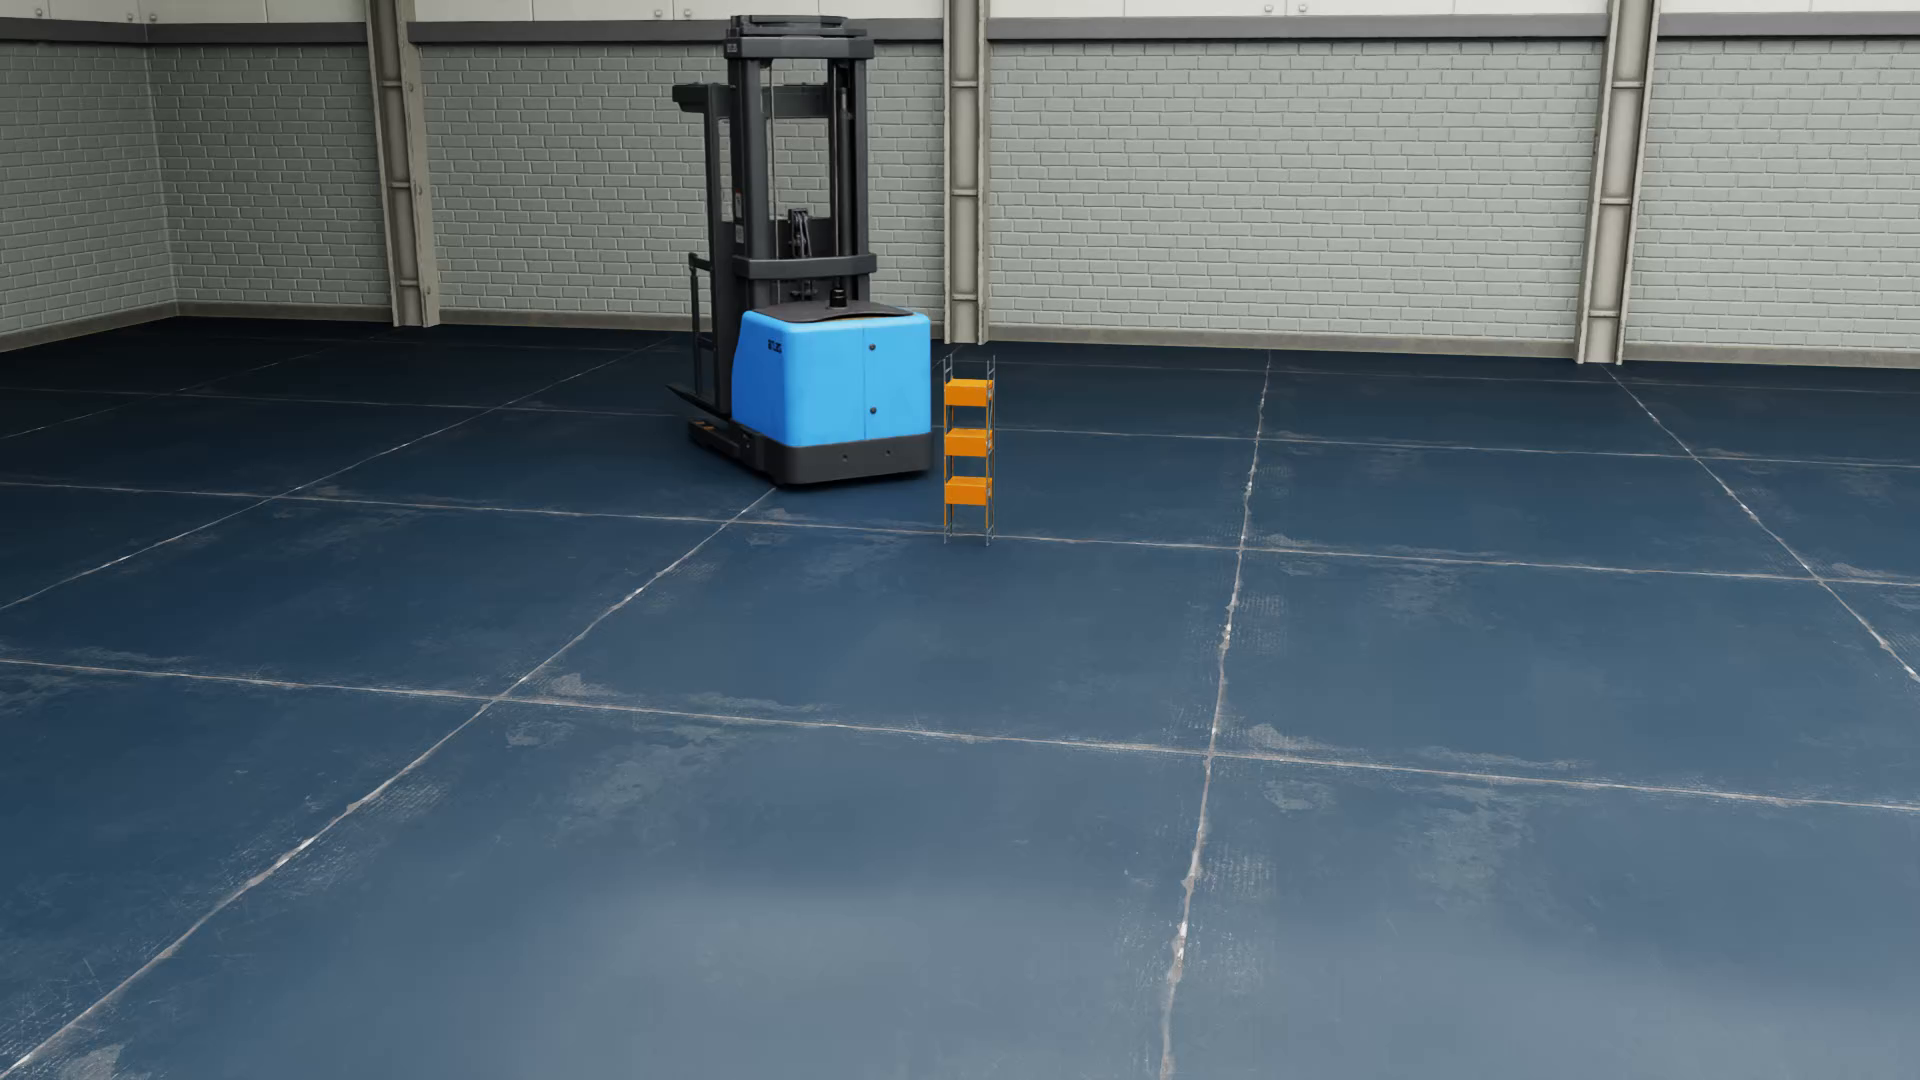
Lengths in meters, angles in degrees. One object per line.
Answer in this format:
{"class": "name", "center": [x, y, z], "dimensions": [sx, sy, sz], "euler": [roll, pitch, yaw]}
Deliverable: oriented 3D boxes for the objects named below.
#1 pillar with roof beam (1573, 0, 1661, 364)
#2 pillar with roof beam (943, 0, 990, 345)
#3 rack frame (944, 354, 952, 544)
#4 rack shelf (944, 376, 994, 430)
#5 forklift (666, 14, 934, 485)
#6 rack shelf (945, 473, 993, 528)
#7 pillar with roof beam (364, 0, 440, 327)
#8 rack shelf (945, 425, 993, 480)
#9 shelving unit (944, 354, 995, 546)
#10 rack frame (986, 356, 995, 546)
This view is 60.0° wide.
{"class": "pillar with roof beam", "center": [5.087, -4.880, 10.251], "dimensions": [0.400, 9.000, 9.100], "euler": [3, 16, 11]}
{"class": "pillar with roof beam", "center": [-0.793, -5.199, 11.403], "dimensions": [0.400, 9.000, 9.100], "euler": [3, 16, 11]}
{"class": "rack frame", "center": [-0.067, -0.510, 9.365], "dimensions": [0.008, 1.050, 0.200], "euler": [3, 16, 11]}
{"class": "rack shelf", "center": [0.052, -0.766, 9.269], "dimensions": [0.240, 0.259, 0.215], "euler": [3, 16, 11]}
{"class": "forklift", "center": [-1.308, -2.108, 11.610], "dimensions": [1.130, 2.935, 3.031], "euler": [-8, 17, -27]}
{"class": "rack shelf", "center": [0.052, -0.225, 9.419], "dimensions": [0.240, 0.259, 0.215], "euler": [3, 16, 11]}
{"class": "pillar with roof beam", "center": [-6.673, -5.518, 12.556], "dimensions": [0.400, 9.000, 9.100], "euler": [3, 16, 11]}
{"class": "rack shelf", "center": [0.052, -0.493, 9.344], "dimensions": [0.240, 0.259, 0.215], "euler": [3, 16, 11]}
{"class": "shelving unit", "center": [0.052, -0.503, 9.342], "dimensions": [0.252, 1.050, 0.215], "euler": [3, 16, 11]}
{"class": "rack frame", "center": [0.172, -0.497, 9.318], "dimensions": [0.008, 1.050, 0.200], "euler": [3, 16, 11]}
